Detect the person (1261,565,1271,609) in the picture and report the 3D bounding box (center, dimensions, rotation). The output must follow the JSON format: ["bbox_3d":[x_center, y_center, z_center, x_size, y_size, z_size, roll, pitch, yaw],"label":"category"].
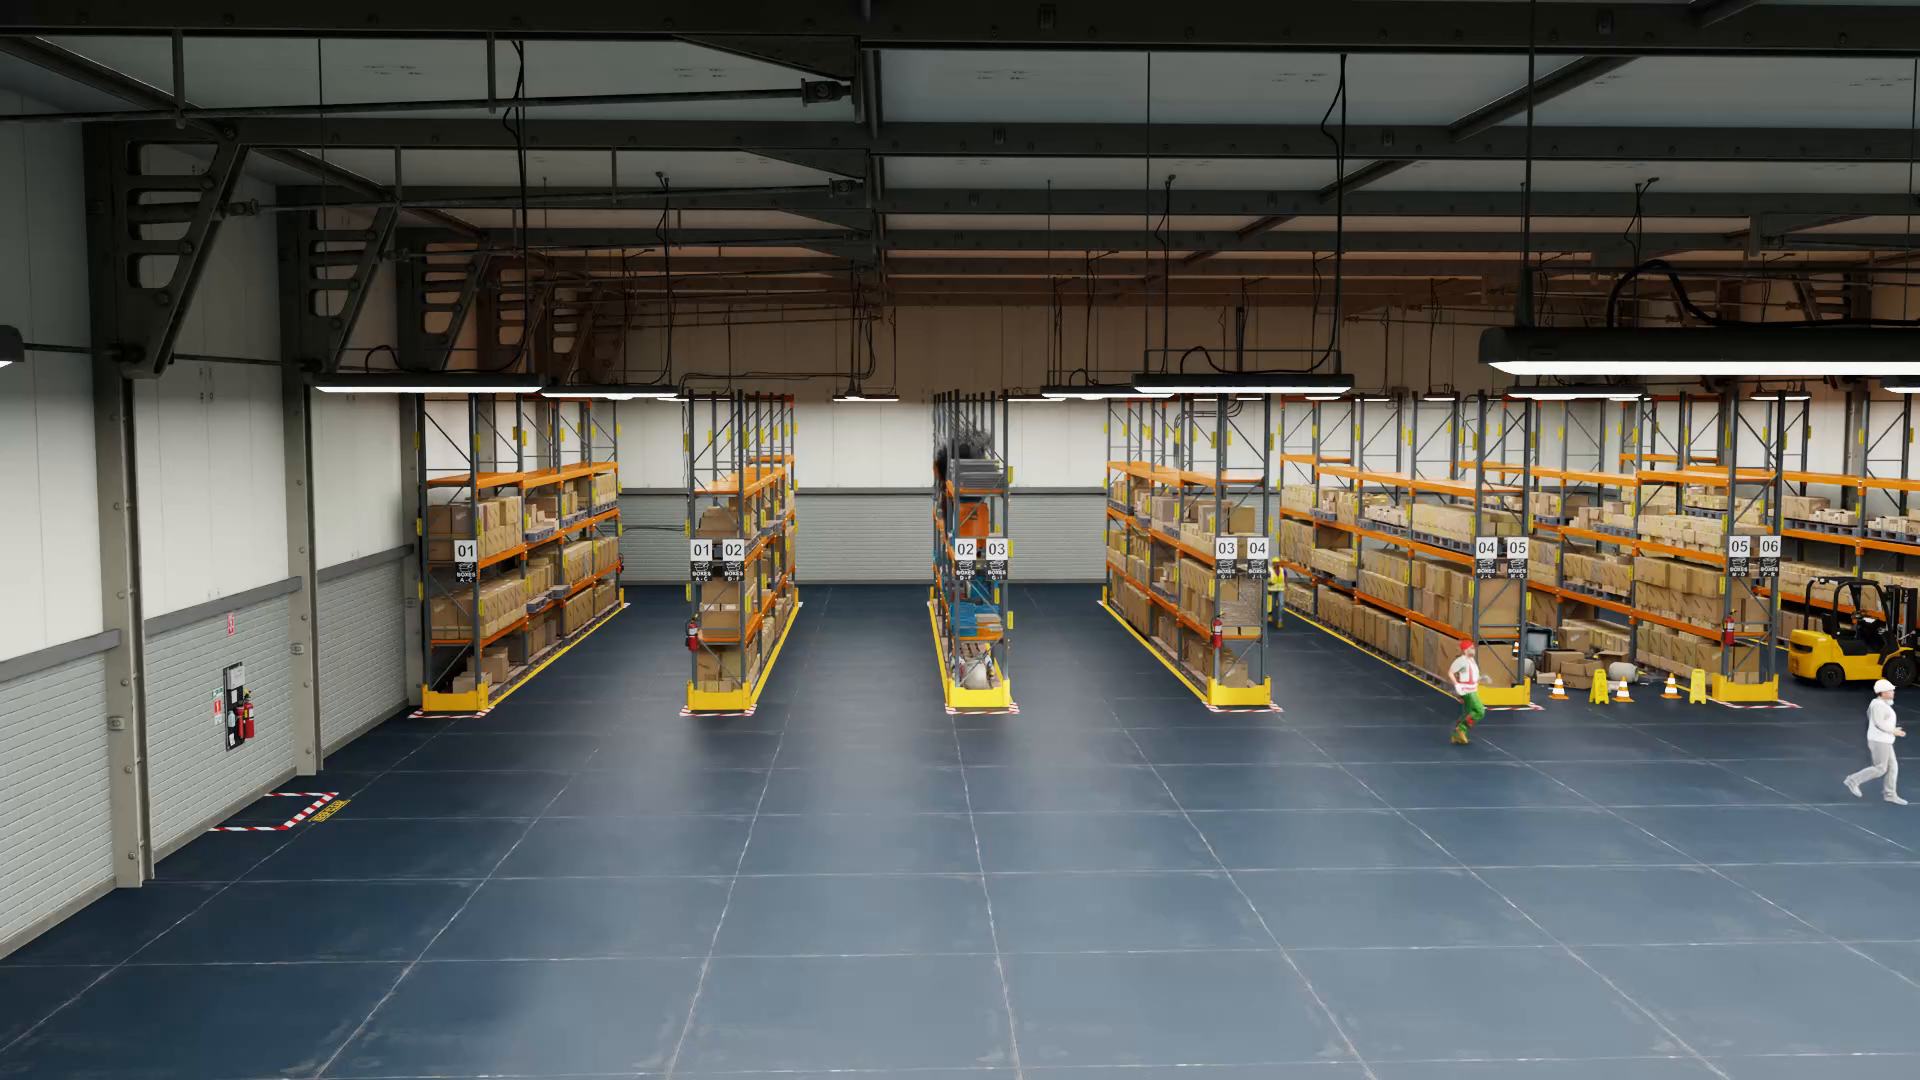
[{"bbox_3d":[7.969,1.255,44.165,0.668,1.767,0.679,0,5,3],"label":"person"}]

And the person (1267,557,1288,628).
[{"bbox_3d":[8.151,1.334,42.920,0.707,1.781,0.969,0,5,-2],"label":"person"}]

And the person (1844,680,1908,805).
[{"bbox_3d":[13.229,2.872,23.929,0.790,1.739,0.682,3,5,30],"label":"person"}]

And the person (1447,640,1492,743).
[{"bbox_3d":[8.583,2.553,27.928,0.635,1.741,0.649,3,5,32],"label":"person"}]
